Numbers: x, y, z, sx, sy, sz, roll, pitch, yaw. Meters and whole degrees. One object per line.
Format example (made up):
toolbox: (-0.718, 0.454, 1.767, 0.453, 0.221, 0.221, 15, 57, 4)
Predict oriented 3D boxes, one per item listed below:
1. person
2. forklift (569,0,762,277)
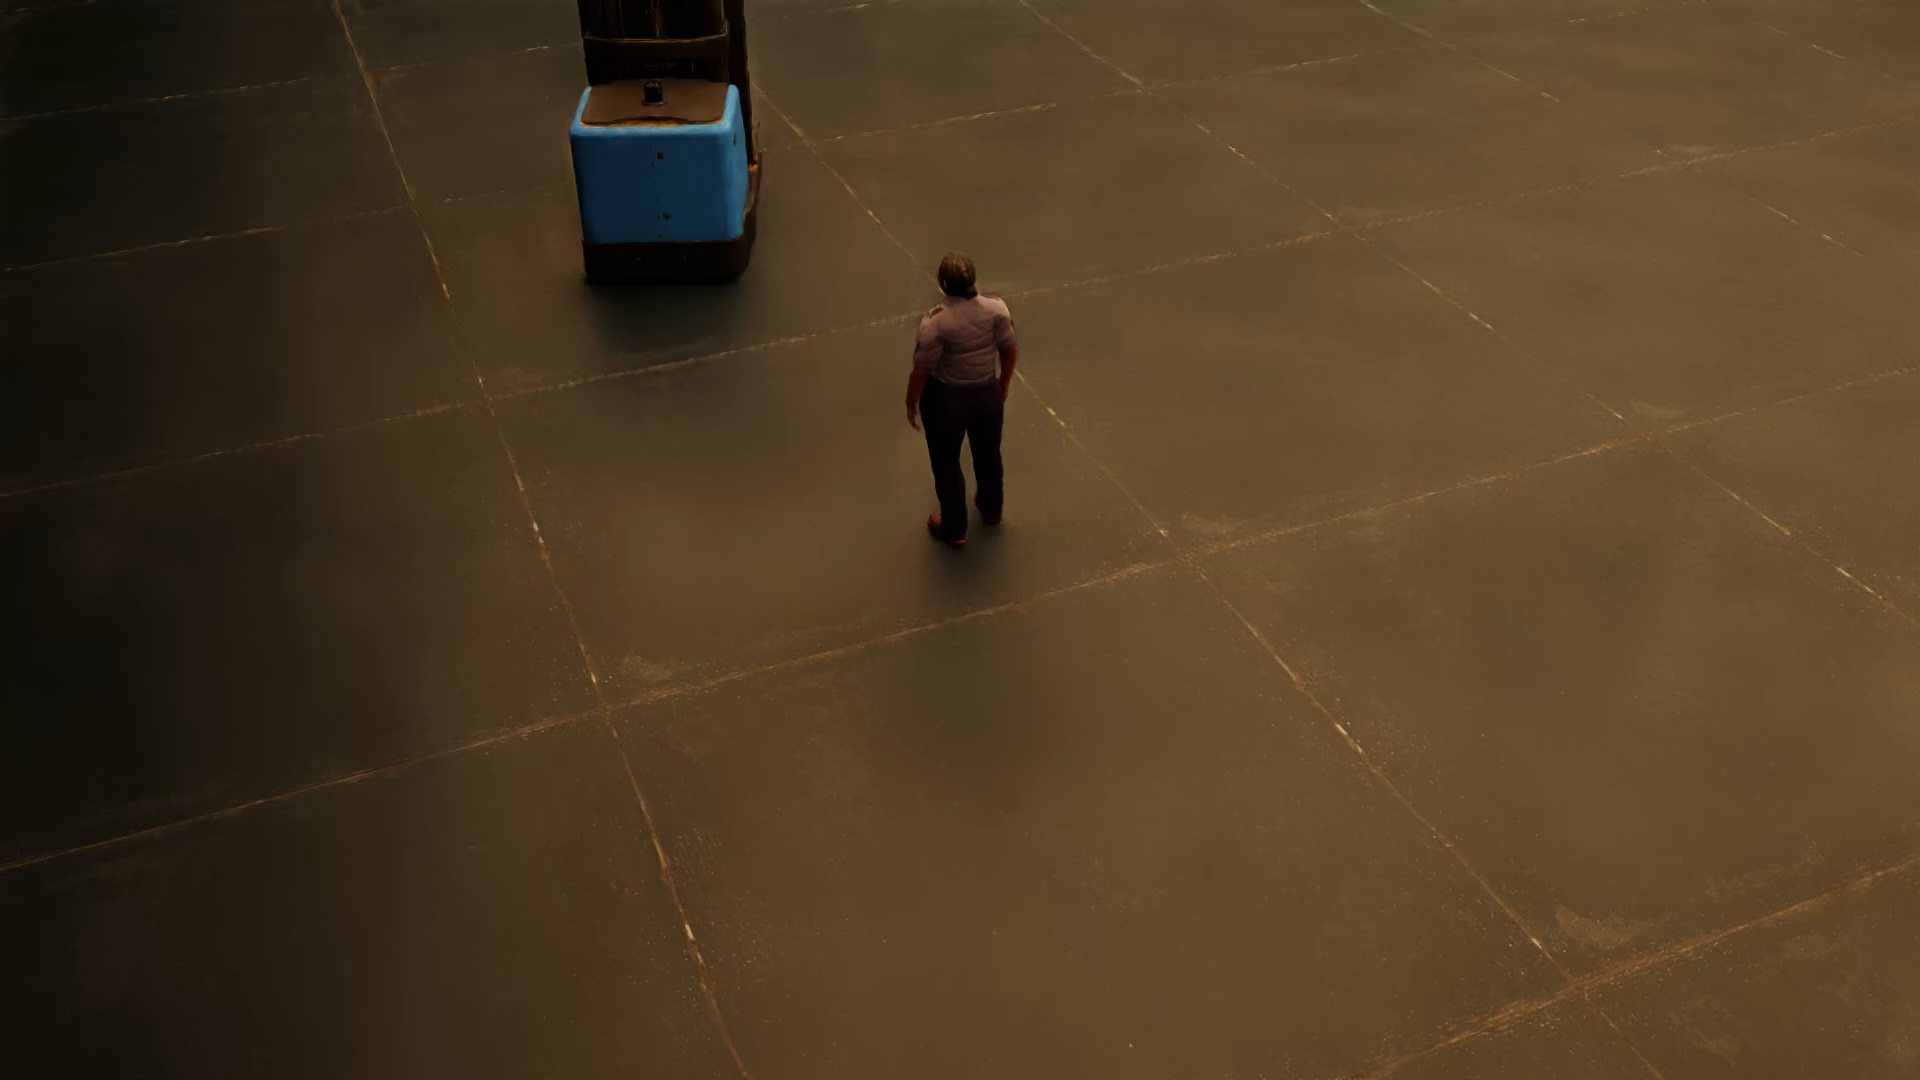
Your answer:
person: (-0.014, -0.727, 8.223, 0.599, 1.642, 0.502, -14, 38, -19)
forklift: (-2.025, -3.752, 11.376, 1.130, 2.935, 3.031, -2, 35, -2)
